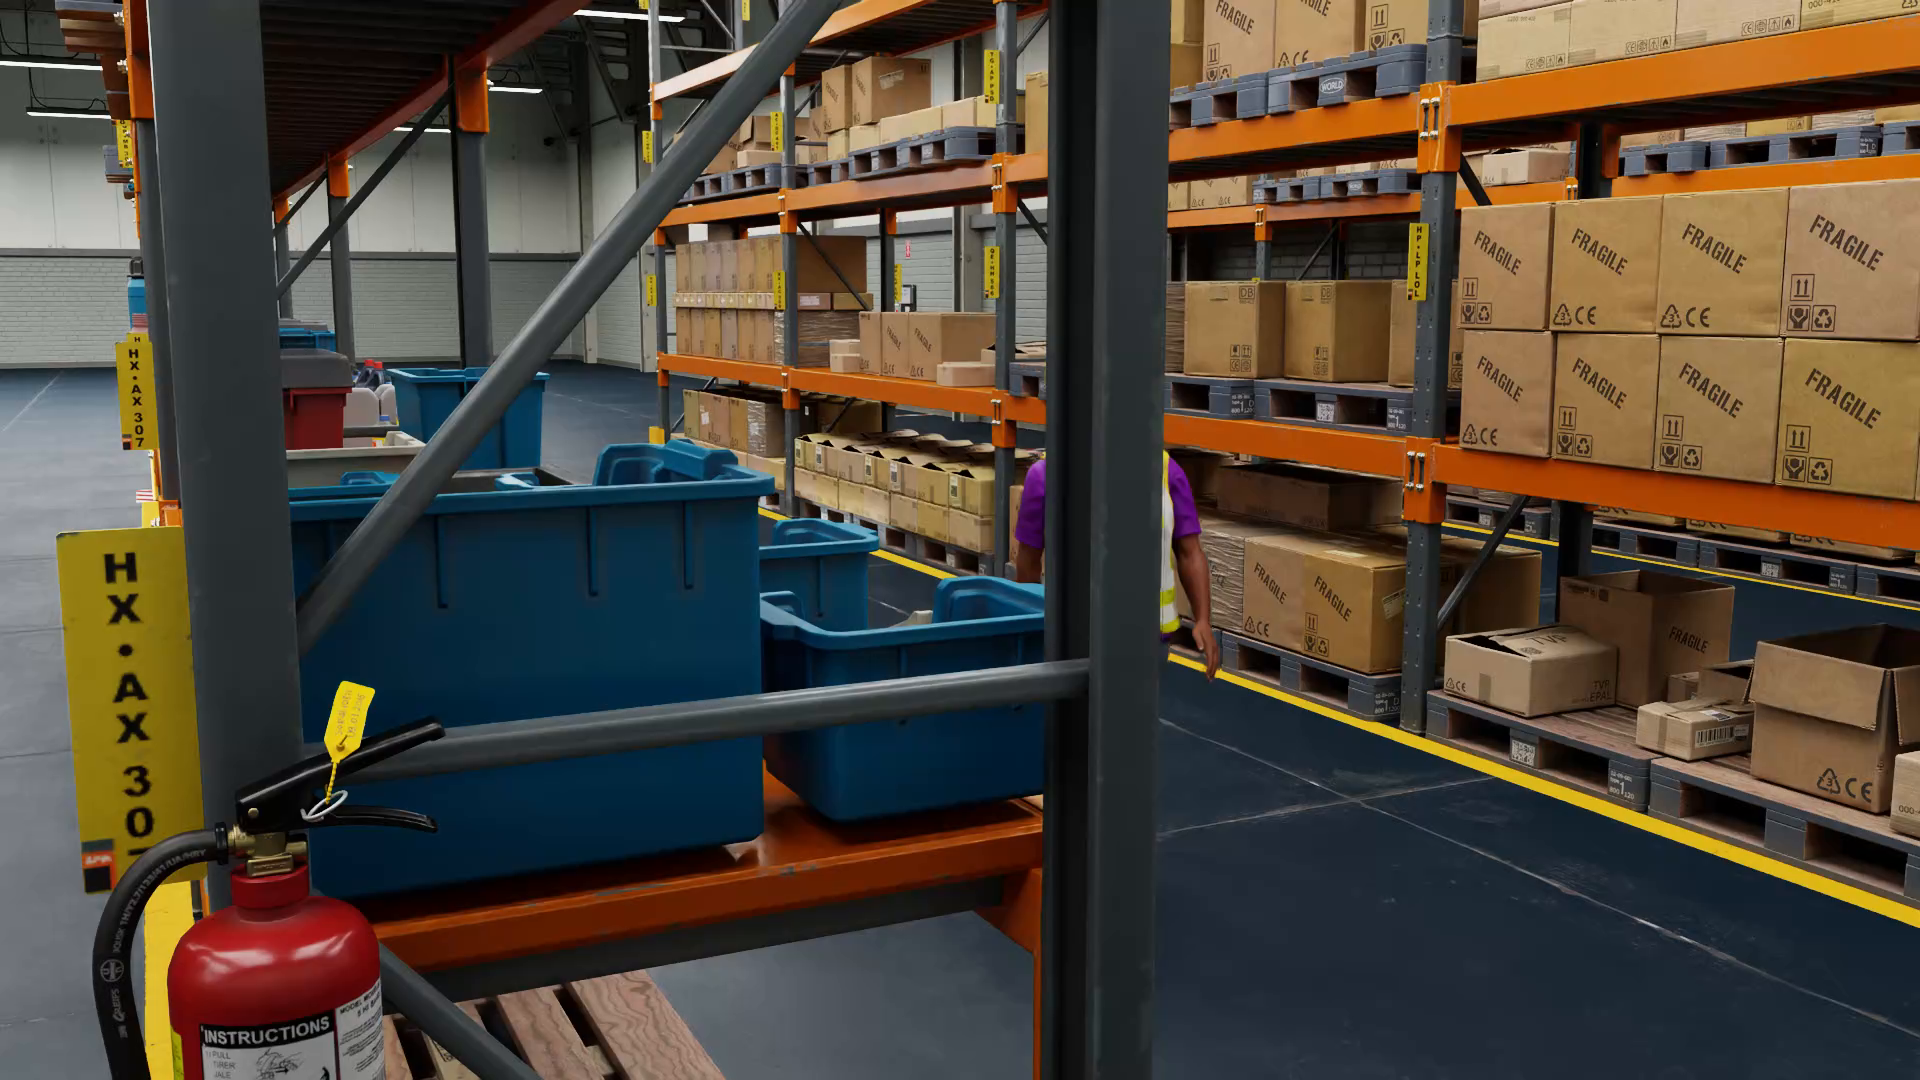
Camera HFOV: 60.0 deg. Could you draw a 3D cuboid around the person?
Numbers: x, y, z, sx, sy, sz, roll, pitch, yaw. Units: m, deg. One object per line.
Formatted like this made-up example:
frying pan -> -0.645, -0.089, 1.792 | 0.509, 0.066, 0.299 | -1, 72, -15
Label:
person -> 0.513, 0.312, 5.160 | 0.567, 1.679, 0.968 | -2, 9, -15
